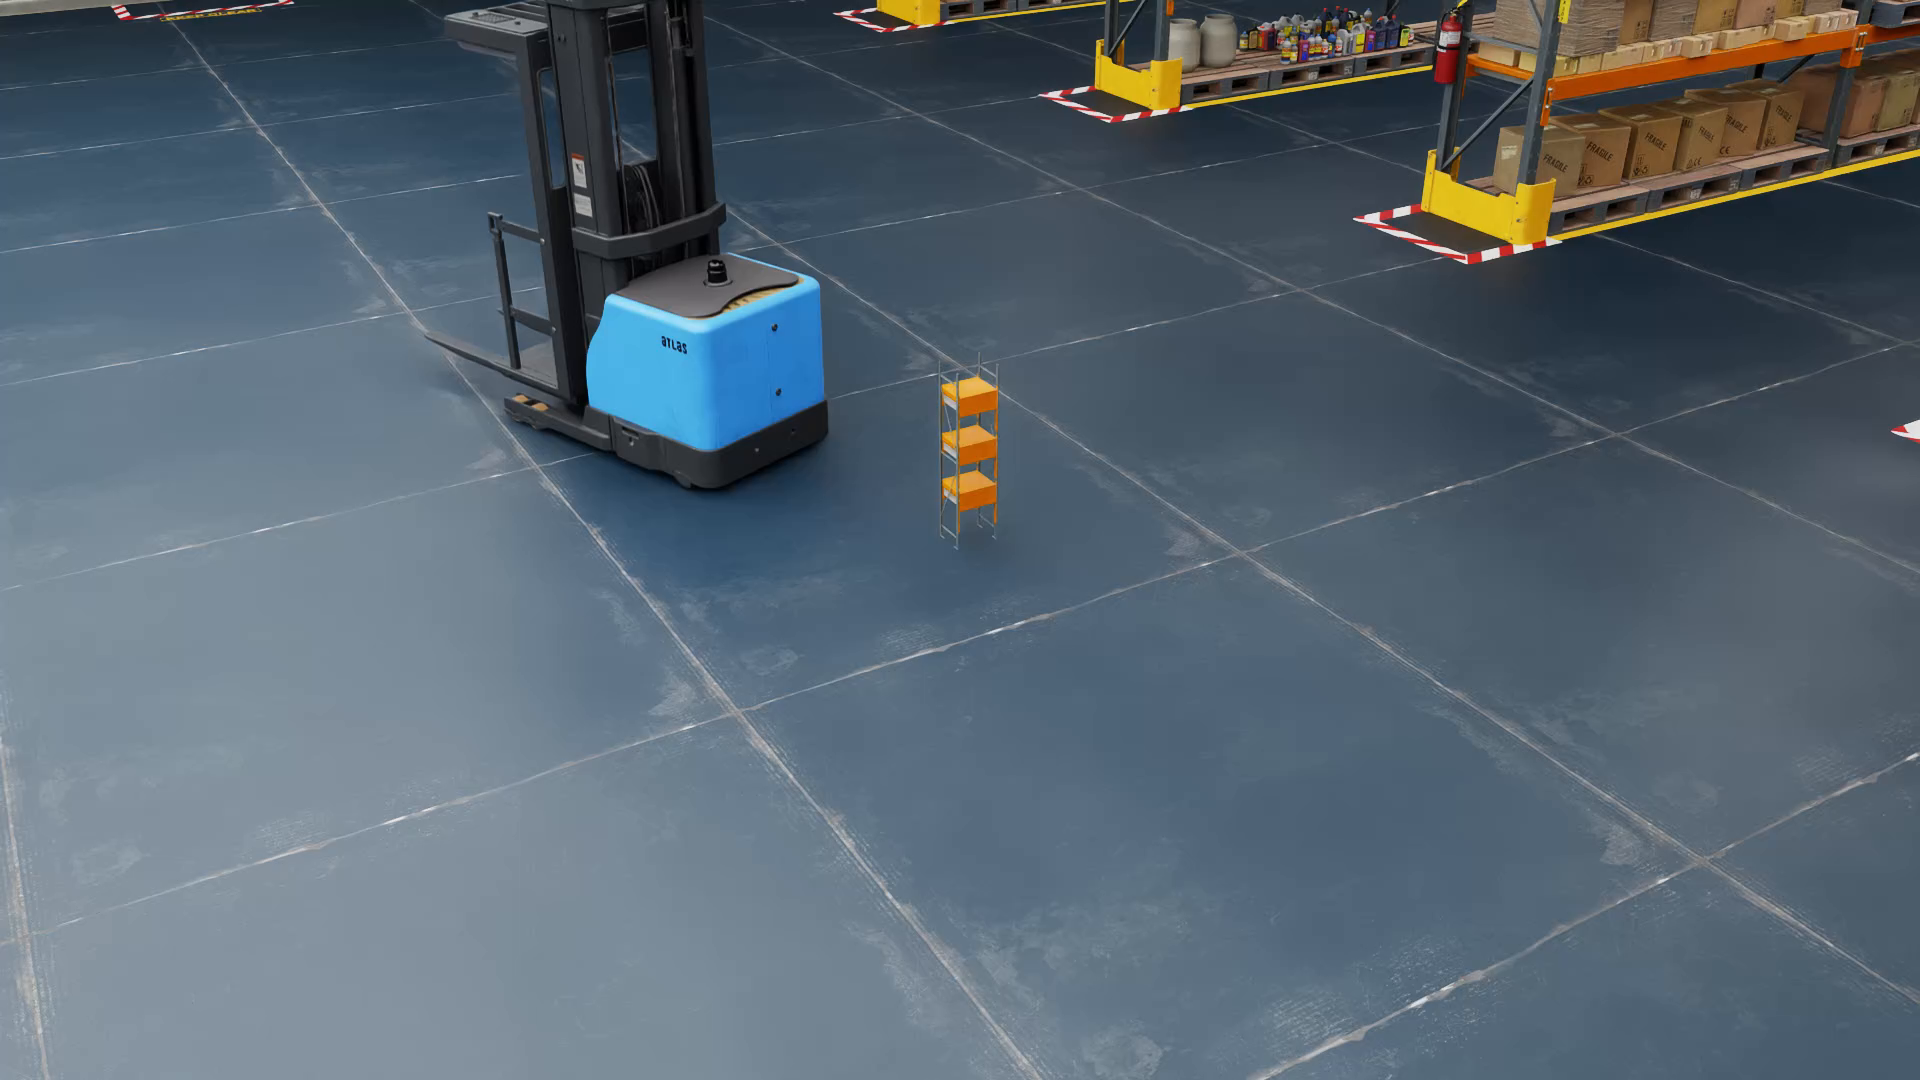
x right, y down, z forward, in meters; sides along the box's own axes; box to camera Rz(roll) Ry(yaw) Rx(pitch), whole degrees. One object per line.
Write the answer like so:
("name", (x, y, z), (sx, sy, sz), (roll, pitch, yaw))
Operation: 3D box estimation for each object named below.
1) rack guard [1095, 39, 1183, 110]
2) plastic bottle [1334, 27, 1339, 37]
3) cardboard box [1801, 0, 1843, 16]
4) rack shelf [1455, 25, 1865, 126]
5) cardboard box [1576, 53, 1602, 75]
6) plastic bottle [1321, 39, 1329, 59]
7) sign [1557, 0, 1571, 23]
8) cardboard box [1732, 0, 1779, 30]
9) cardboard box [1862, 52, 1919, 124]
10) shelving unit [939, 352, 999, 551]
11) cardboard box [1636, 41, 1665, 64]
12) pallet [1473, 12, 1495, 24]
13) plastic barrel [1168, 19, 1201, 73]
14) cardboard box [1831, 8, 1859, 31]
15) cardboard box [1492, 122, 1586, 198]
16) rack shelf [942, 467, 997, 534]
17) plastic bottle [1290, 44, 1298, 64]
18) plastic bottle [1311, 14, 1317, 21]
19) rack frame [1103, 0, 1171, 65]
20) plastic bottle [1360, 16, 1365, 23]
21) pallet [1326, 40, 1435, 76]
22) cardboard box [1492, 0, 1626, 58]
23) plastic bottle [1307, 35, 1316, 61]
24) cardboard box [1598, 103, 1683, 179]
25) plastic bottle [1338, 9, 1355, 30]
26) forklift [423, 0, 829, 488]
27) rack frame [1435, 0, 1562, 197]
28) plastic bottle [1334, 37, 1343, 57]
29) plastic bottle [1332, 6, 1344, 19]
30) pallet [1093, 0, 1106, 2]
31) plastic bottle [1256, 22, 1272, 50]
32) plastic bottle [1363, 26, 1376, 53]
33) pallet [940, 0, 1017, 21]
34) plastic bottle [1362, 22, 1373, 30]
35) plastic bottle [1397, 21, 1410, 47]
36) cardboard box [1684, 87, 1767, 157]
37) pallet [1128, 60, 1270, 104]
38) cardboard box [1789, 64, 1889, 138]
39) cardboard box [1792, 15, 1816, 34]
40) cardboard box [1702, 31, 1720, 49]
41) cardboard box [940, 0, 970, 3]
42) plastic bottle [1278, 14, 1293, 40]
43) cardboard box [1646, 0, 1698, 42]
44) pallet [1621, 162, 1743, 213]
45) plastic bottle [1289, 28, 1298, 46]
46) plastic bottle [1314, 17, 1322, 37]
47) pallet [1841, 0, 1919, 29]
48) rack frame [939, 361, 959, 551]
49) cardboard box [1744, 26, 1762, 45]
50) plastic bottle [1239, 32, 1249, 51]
("rack guard", (1.897, -4.989, 17.772), (0.348, 0.500, 1.175), (-16, 33, -26))
("plastic bottle", (4.254, -5.630, 18.703), (0.133, 0.283, 0.061), (-16, 33, -26))
("cardboard box", (7.394, -5.050, 14.885), (0.500, 0.500, 0.875), (-16, 33, -26))
("rack shelf", (6.089, -4.156, 14.421), (4.000, 0.370, 1.077), (-16, 33, -26))
("cardboard box", (4.956, -3.895, 13.464), (0.250, 0.149, 0.380), (-16, 33, -26))
("plastic bottle", (4.043, -5.459, 18.478), (0.097, 0.201, 0.097), (0, 29, 0))
("sign", (4.639, -4.135, 12.742), (0.005, 0.325, 0.100), (-16, 33, -26))
("cardboard box", (6.565, -4.778, 14.392), (0.500, 0.500, 0.875), (-16, 33, -26))
("cardboard box", (9.256, -4.446, 16.334), (0.500, 0.500, 0.700), (-19, 34, -30))
("shelving unit", (0.046, -0.473, 9.020), (0.252, 1.050, 0.215), (-16, 33, -26))
("cardboard box", (5.603, -4.078, 13.795), (0.250, 0.149, 0.380), (-16, 33, -26))
("pallet", (7.014, -6.312, 20.469), (1.213, 0.211, 1.003), (-16, 33, -26))
("plastic barrel", (2.384, -5.332, 17.948), (0.421, 0.512, 0.421), (0, 29, 0))
("cardboard box", (7.776, -4.676, 14.878), (0.250, 0.149, 0.380), (-16, 33, -26))
("cardboard box", (4.911, -3.217, 14.127), (0.500, 0.500, 0.500), (-10, 30, -17))
("rack shelf", (0.046, -0.220, 9.159), (0.240, 0.259, 0.215), (-16, 33, -26))
("plastic bottle", (3.665, -5.352, 18.284), (0.097, 0.201, 0.097), (0, 29, 0))
("plastic bottle", (4.071, -5.933, 19.253), (0.133, 0.283, 0.061), (-14, 32, -24))
("rack frame", (1.855, -6.045, 17.099), (0.127, 3.000, 1.000), (-16, 33, -26))
("plastic bottle", (4.719, -6.071, 19.588), (0.097, 0.201, 0.097), (0, 29, 0))
("pallet", (4.703, -5.656, 19.281), (1.213, 0.211, 1.003), (-16, 33, -26))
("cardboard box", (4.852, -4.279, 13.487), (0.500, 0.500, 0.875), (-16, 33, -26))
("plastic bottle", (3.871, -5.441, 18.373), (0.097, 0.271, 0.097), (0, 29, 0))
("cardboard box", (5.958, -3.523, 14.681), (0.500, 0.500, 0.500), (-13, 31, -22))
("plastic bottle", (4.470, -5.972, 19.253), (0.185, 0.351, 0.144), (-16, 33, -26))
("forklift", (-2.276, -2.156, 10.123), (3.031, 2.935, 1.130), (21, 35, 34))
("rack frame", (4.364, -3.982, 13.360), (0.127, 3.000, 1.000), (-16, 33, -26))
("plastic bottle", (4.220, -5.509, 18.569), (0.097, 0.201, 0.097), (0, 29, 0))
("plastic bottle", (4.397, -6.032, 19.362), (0.185, 0.351, 0.144), (-15, 32, -25))
("pallet", (2.091, -7.690, 22.967), (1.213, 0.211, 1.003), (-16, 33, -26))
("plastic bottle", (3.447, -5.727, 18.887), (0.135, 0.276, 0.152), (-16, 33, -26))
("plastic bottle", (4.610, -5.645, 18.731), (0.133, 0.283, 0.061), (-14, 32, -23))
("pallet", (-0.013, -7.093, 21.884), (1.213, 0.211, 1.003), (-16, 33, -26))
("plastic bottle", (4.632, -5.755, 18.937), (0.135, 0.276, 0.152), (-16, 33, -26))
("plastic bottle", (5.056, -5.772, 18.961), (0.133, 0.283, 0.061), (-14, 32, -24))
("cardboard box", (6.958, -3.826, 15.230), (0.500, 0.500, 0.500), (-6, 29, -11))
("pallet", (2.600, -5.059, 18.198), (1.213, 0.211, 1.003), (-16, 33, -26))
("cardboard box", (8.353, -4.200, 15.888), (0.500, 0.500, 0.700), (-19, 34, -30))
("cardboard box", (7.310, -4.582, 14.709), (0.250, 0.149, 0.380), (-16, 33, -26))
("cardboard box", (6.221, -4.285, 14.171), (0.250, 0.149, 0.380), (-16, 33, -26))
("cardboard box", (-0.076, -7.128, 21.473), (0.500, 0.250, 0.500), (-16, 33, -26))
("plastic bottle", (3.708, -5.836, 19.007), (0.185, 0.351, 0.144), (-14, 32, -24))
("cardboard box", (5.676, -4.556, 13.989), (0.500, 0.500, 0.875), (-16, 33, -26))
("pallet", (6.199, -3.260, 14.939), (1.213, 0.211, 1.003), (-16, 33, -26))
("plastic bottle", (3.807, -5.731, 18.972), (0.097, 0.201, 0.097), (0, 29, 0))
("plastic bottle", (4.127, -5.900, 19.204), (0.097, 0.271, 0.097), (0, 29, 0))
("pallet", (8.546, -5.003, 15.410), (1.213, 0.211, 1.003), (-16, 33, -26))
("rack frame", (-0.059, -0.443, 8.966), (0.008, 1.050, 0.200), (-16, 33, -26))
("cardboard box", (6.674, -4.390, 14.361), (0.250, 0.149, 0.380), (-16, 33, -26))
("plastic bottle", (3.216, -5.645, 18.814), (0.097, 0.201, 0.097), (0, 29, 0))
